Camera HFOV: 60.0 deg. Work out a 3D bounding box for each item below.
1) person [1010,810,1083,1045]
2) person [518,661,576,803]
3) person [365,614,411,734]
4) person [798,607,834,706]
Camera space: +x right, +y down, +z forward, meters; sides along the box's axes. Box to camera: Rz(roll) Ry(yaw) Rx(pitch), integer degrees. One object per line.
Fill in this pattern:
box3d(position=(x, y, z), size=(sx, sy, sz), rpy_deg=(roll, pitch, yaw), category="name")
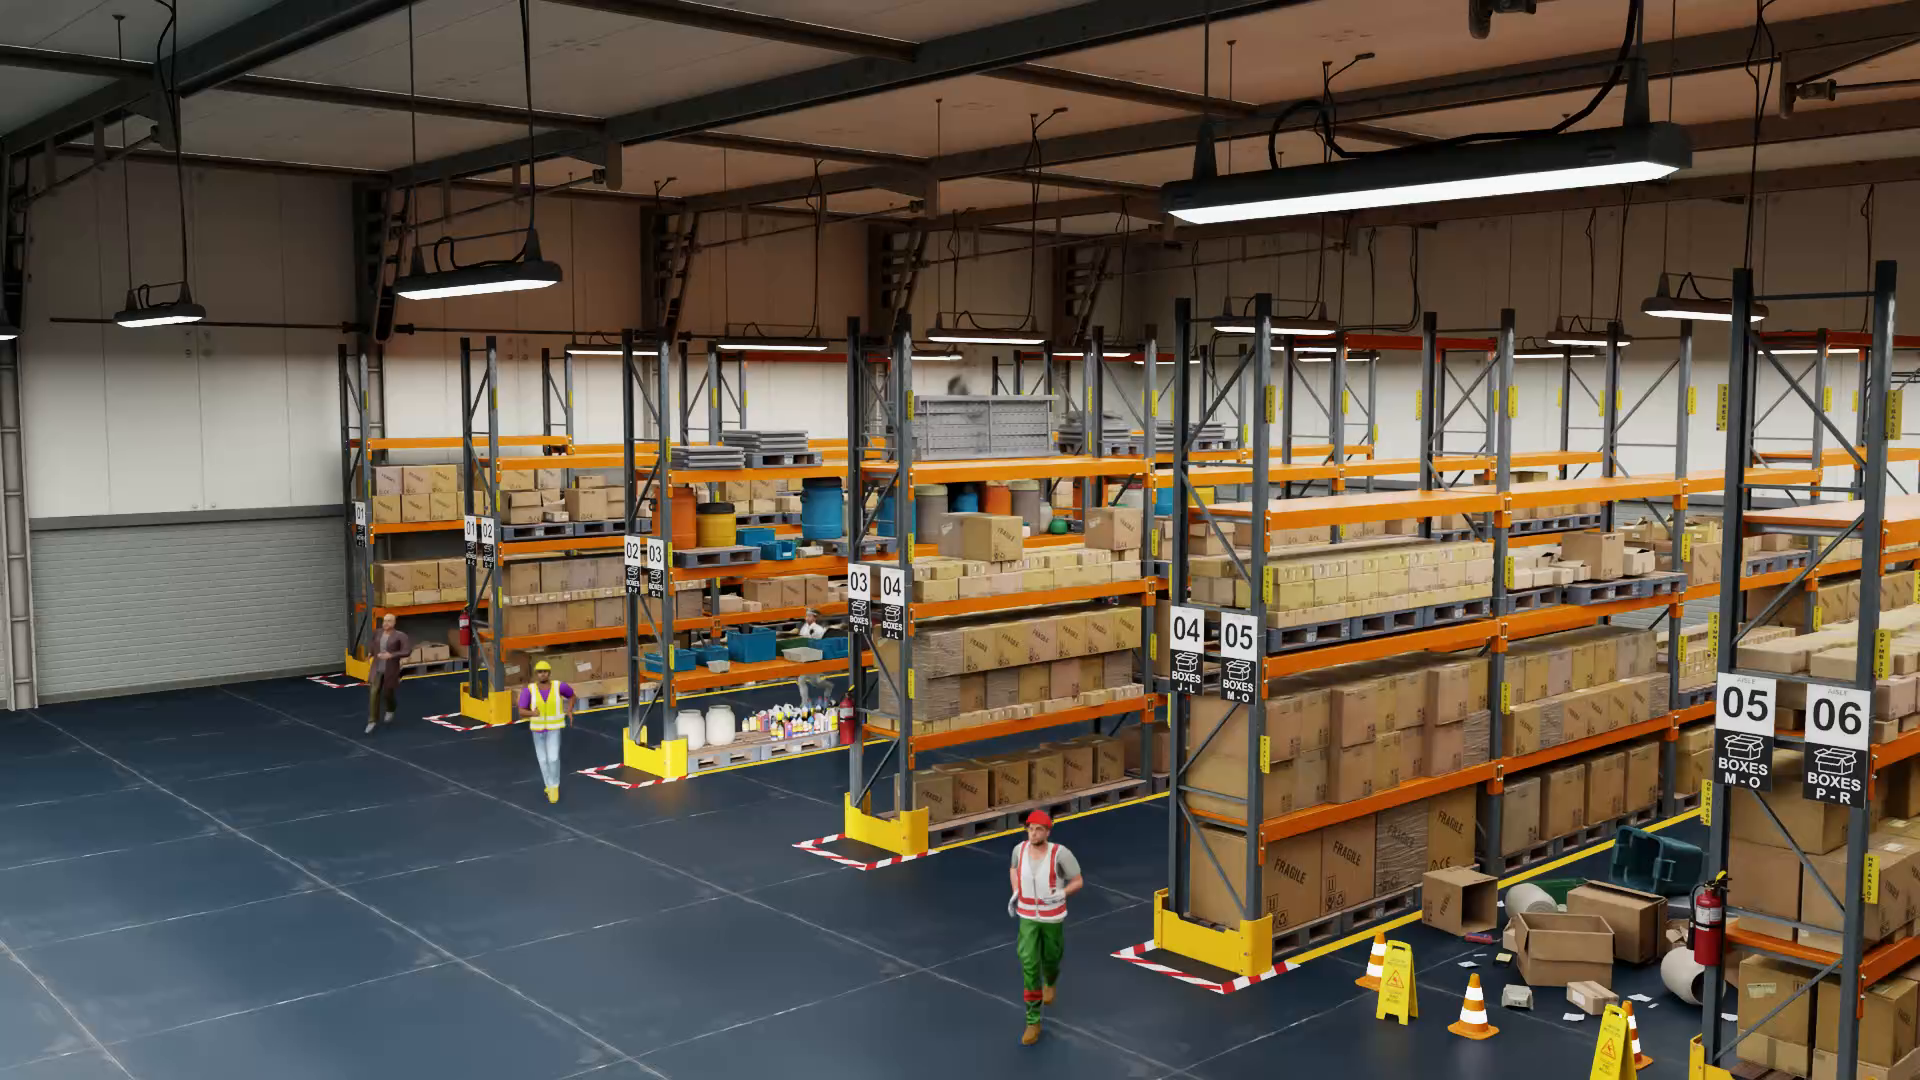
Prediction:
box3d(position=(0.682, 3.068, 13.477), size=(0.638, 1.795, 0.922), rpy_deg=(1, 5, 14), category="person")
box3d(position=(-5.224, 2.410, 20.994), size=(0.666, 1.787, 0.705), rpy_deg=(0, 5, -4), category="person")
box3d(position=(-8.762, 2.017, 25.548), size=(0.732, 1.794, 0.989), rpy_deg=(0, 5, 4), category="person")
box3d(position=(-2.397, 1.921, 27.069), size=(0.618, 1.690, 0.799), rpy_deg=(4, 6, 36), category="person")
